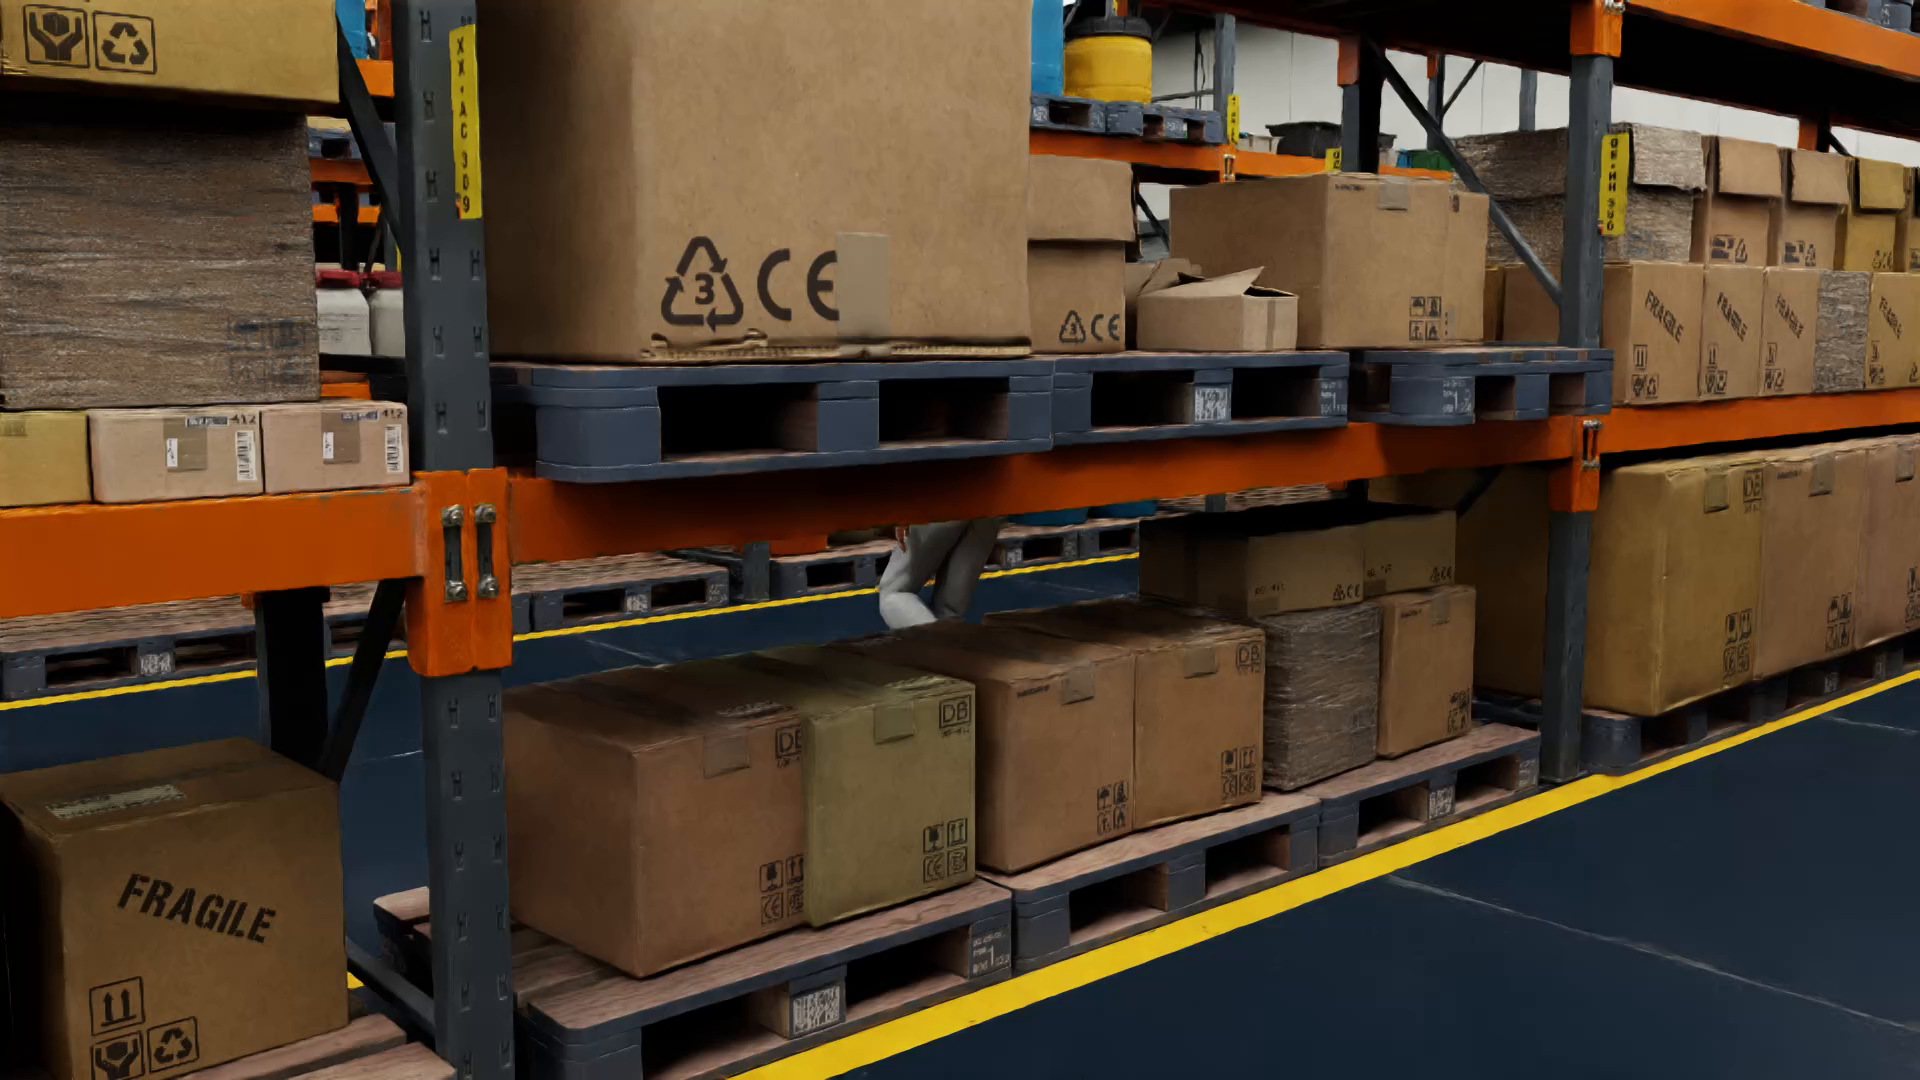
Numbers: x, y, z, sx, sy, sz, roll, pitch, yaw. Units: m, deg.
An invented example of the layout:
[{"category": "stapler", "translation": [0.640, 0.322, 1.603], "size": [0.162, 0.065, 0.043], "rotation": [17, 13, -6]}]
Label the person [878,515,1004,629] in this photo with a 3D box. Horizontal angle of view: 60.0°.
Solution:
[{"category": "person", "translation": [-0.007, -0.067, 6.319], "size": [0.553, 1.641, 0.605], "rotation": [-4, 8, -27]}]
